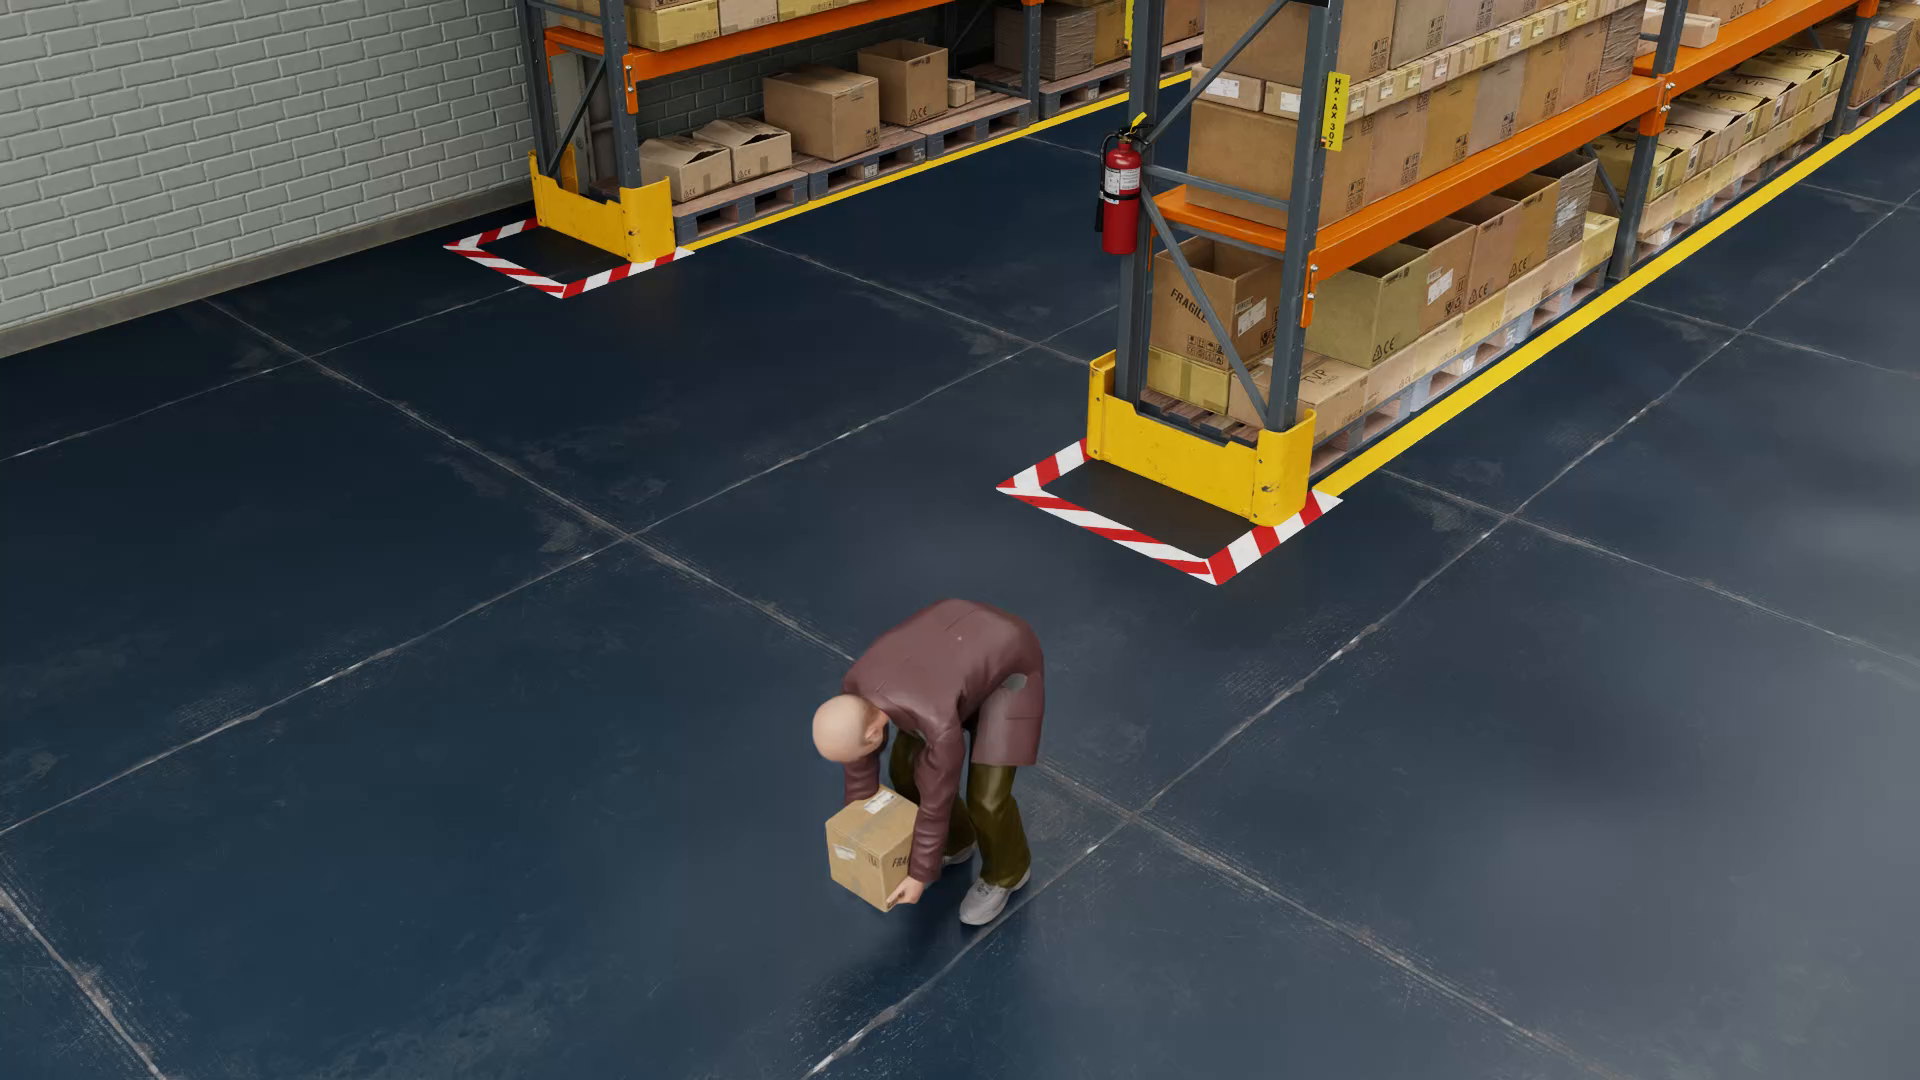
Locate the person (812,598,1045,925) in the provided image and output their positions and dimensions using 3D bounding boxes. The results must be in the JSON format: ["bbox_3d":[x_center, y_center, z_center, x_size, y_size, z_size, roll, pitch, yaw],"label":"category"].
[{"bbox_3d":[-0.109,0.794,5.443,0.564,1.140,0.948,23,38,34],"label":"person"}]
